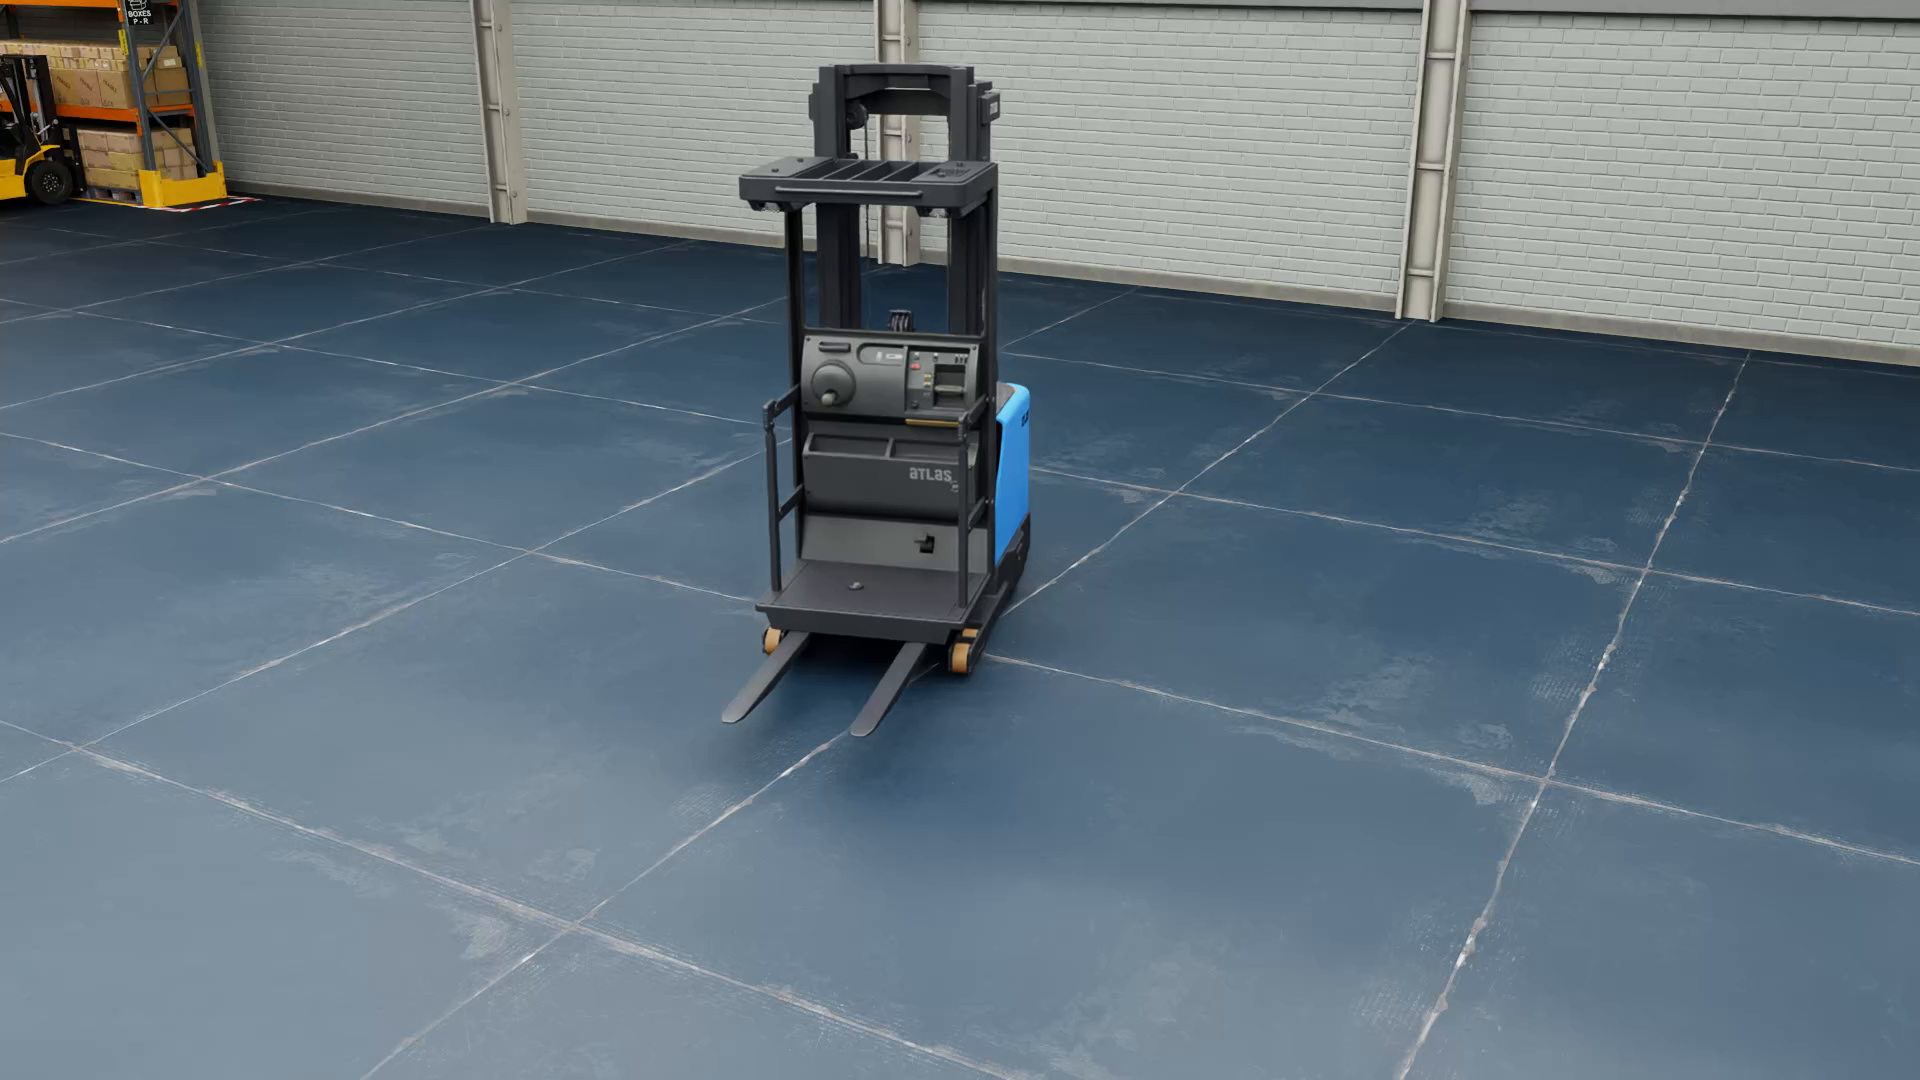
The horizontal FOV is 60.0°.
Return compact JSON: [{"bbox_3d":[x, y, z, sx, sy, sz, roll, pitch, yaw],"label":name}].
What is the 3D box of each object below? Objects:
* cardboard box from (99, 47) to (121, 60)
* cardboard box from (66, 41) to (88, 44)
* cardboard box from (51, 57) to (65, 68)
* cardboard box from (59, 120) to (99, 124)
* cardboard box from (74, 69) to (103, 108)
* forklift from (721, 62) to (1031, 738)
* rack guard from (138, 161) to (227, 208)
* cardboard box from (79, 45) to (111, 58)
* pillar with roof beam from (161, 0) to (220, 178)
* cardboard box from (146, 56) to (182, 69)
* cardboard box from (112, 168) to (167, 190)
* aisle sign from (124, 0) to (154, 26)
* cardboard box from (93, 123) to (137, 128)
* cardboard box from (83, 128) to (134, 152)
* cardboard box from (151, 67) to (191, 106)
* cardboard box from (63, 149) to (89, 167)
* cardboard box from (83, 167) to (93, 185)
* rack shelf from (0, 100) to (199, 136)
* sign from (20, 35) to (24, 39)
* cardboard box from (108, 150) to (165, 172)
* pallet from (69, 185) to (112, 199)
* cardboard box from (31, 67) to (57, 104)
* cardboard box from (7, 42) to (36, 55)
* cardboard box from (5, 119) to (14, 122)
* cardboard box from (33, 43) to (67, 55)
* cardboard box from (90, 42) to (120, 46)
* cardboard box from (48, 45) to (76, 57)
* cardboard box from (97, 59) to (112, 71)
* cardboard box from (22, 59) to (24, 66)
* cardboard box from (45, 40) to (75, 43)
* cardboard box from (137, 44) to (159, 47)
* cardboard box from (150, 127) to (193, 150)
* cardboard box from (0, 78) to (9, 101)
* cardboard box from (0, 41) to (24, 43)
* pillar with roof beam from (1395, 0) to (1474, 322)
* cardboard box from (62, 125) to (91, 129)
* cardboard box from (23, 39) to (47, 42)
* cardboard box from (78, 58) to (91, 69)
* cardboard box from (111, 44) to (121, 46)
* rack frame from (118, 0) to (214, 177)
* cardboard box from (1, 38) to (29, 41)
[{"bbox_3d":[-11.656,-6.742,23.018,0.250,0.149,0.380,11,23,27],"label":"cardboard box"},{"bbox_3d":[-12.768,-7.141,24.119,0.250,0.149,0.380,12,23,29],"label":"cardboard box"},{"bbox_3d":[-12.581,-6.754,23.487,0.250,0.149,0.380,11,23,28],"label":"cardboard box"},{"bbox_3d":[-13.093,-6.069,24.649,0.500,0.250,0.500,11,23,28],"label":"cardboard box"},{"bbox_3d":[-12.016,-6.361,23.356,0.500,0.500,0.500,12,23,29],"label":"cardboard box"},{"bbox_3d":[-0.407,-0.831,8.357,1.130,2.935,3.031,4,20,12],"label":"forklift"},{"bbox_3d":[-10.989,-5.042,23.533,0.348,0.500,1.175,11,23,27],"label":"rack guard"},{"bbox_3d":[-12.078,-6.841,23.291,0.250,0.149,0.380,11,23,28],"label":"cardboard box"},{"bbox_3d":[-13.277,-8.144,19.621,0.400,9.000,9.100,11,23,27],"label":"pillar with roof beam"},{"bbox_3d":[-11.179,-6.707,23.358,0.250,0.149,0.380,10,22,26],"label":"cardboard box"},{"bbox_3d":[-11.574,-5.110,23.471,0.500,0.250,0.500,11,23,28],"label":"cardboard box"},{"bbox_3d":[-11.096,-7.345,22.403,0.004,0.787,0.394,11,23,27],"label":"aisle sign"},{"bbox_3d":[-12.206,-5.901,24.184,0.500,0.250,0.500,11,22,27],"label":"cardboard box"},{"bbox_3d":[-12.012,-5.663,23.529,0.500,0.250,0.500,11,23,28],"label":"cardboard box"},{"bbox_3d":[-11.307,-6.434,23.556,0.500,0.500,0.500,12,23,29],"label":"cardboard box"},{"bbox_3d":[-12.481,-5.515,23.855,0.500,0.250,0.500,10,22,26],"label":"cardboard box"},{"bbox_3d":[-12.436,-5.282,23.944,0.500,0.250,0.500,11,23,28],"label":"cardboard box"},{"bbox_3d":[-12.756,-6.216,24.157,4.000,0.370,1.077,11,23,27],"label":"rack shelf"},{"bbox_3d":[-14.232,-7.496,25.247,0.005,0.325,0.100,11,23,27],"label":"sign"},{"bbox_3d":[-11.587,-5.349,23.396,0.500,0.250,0.500,10,22,27],"label":"cardboard box"},{"bbox_3d":[-12.759,-5.229,24.470,1.213,0.211,1.003,11,23,27],"label":"pallet"},{"bbox_3d":[-12.908,-6.527,23.812,0.500,0.500,0.500,11,23,28],"label":"cardboard box"},{"bbox_3d":[-13.454,-7.072,23.929,0.250,0.149,0.380,10,22,26],"label":"cardboard box"},{"bbox_3d":[-14.232,-6.088,24.699,0.500,0.250,0.500,10,22,26],"label":"cardboard box"},{"bbox_3d":[-12.979,-7.010,23.758,0.250,0.149,0.380,11,23,28],"label":"cardboard box"},{"bbox_3d":[-12.280,-7.081,23.953,0.250,0.149,0.380,10,22,26],"label":"cardboard box"},{"bbox_3d":[-12.588,-6.893,23.433,0.250,0.149,0.380,11,23,28],"label":"cardboard box"},{"bbox_3d":[-11.687,-6.581,23.012,0.250,0.149,0.380,11,23,28],"label":"cardboard box"},{"bbox_3d":[-13.248,-6.886,23.851,0.250,0.149,0.380,10,22,26],"label":"cardboard box"},{"bbox_3d":[-13.174,-7.249,24.417,0.250,0.149,0.380,10,22,26],"label":"cardboard box"},{"bbox_3d":[-11.400,-6.896,23.442,0.250,0.149,0.380,12,23,29],"label":"cardboard box"},{"bbox_3d":[-11.337,-5.733,23.720,0.500,0.250,0.500,10,22,26],"label":"cardboard box"},{"bbox_3d":[-13.779,-6.701,24.292,0.500,0.500,0.500,11,23,28],"label":"cardboard box"},{"bbox_3d":[-13.869,-7.181,24.228,0.250,0.149,0.380,10,22,26],"label":"cardboard box"},{"bbox_3d":[2.437,-5.151,11.368,0.400,9.000,9.100,11,23,27],"label":"pillar with roof beam"},{"bbox_3d":[-12.896,-5.831,23.991,0.500,0.250,0.500,10,22,26],"label":"cardboard box"},{"bbox_3d":[-13.639,-7.321,24.615,0.250,0.149,0.380,11,22,27],"label":"cardboard box"},{"bbox_3d":[-12.094,-6.687,23.304,0.250,0.149,0.380,11,22,27],"label":"cardboard box"},{"bbox_3d":[-11.857,-6.972,23.651,0.250,0.149,0.380,11,23,28],"label":"cardboard box"},{"bbox_3d":[-11.010,-6.222,23.118,0.127,3.000,1.000,11,23,27],"label":"rack frame"},{"bbox_3d":[-14.076,-7.415,24.875,0.250,0.149,0.380,11,23,27],"label":"cardboard box"}]
